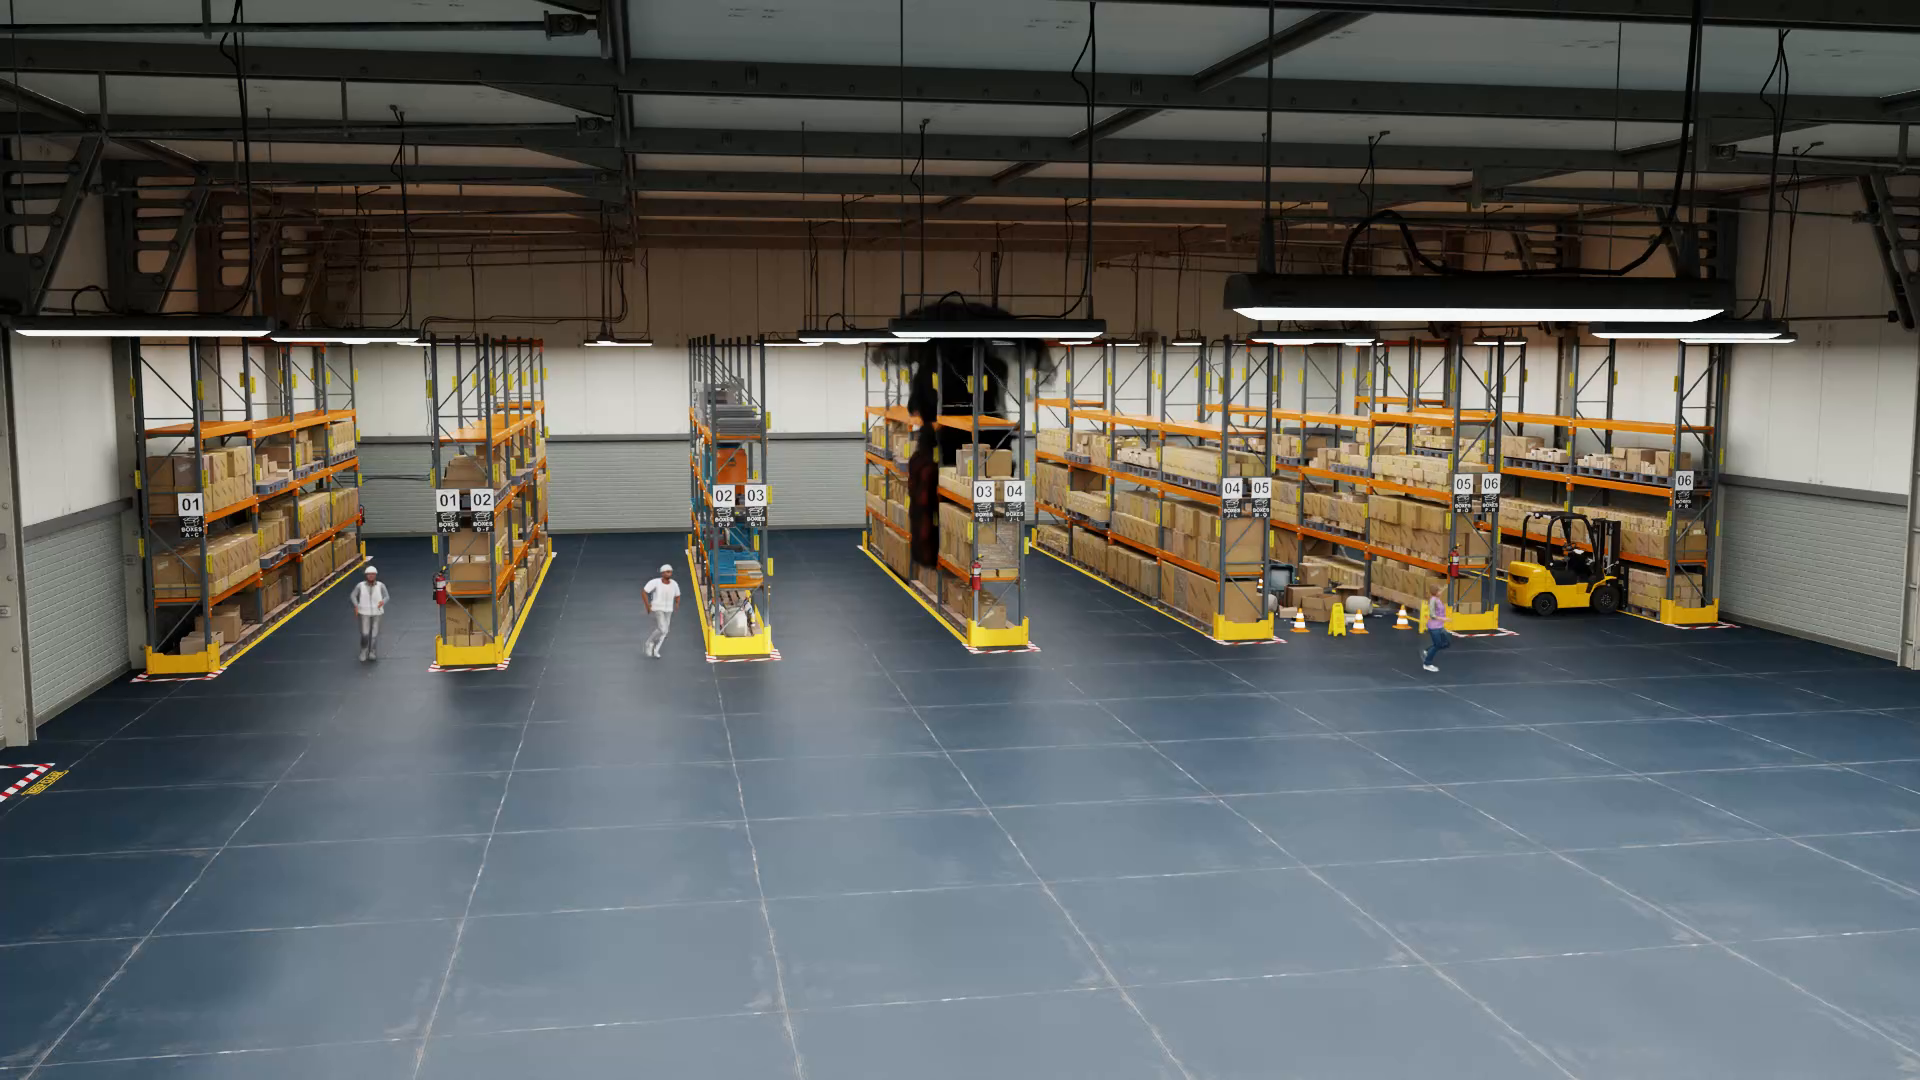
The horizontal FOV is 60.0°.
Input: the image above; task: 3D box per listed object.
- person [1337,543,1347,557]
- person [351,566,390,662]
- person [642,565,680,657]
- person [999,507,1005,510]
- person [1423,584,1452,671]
[{"bbox_3d":[9.985,-0.119,44.032,0.514,1.595,0.882,-2,7,-16],"label":"person"},{"bbox_3d":[-10.826,1.359,30.584,0.661,1.760,0.671,-3,7,-25],"label":"person"},{"bbox_3d":[-5.511,1.319,31.009,0.719,1.710,0.557,-6,9,-42],"label":"person"},{"bbox_3d":[1.270,-0.433,46.393,0.632,1.681,0.804,-1,7,-8],"label":"person"},{"bbox_3d":[8.523,1.560,29.643,0.531,1.562,0.528,4,8,33],"label":"person"}]
